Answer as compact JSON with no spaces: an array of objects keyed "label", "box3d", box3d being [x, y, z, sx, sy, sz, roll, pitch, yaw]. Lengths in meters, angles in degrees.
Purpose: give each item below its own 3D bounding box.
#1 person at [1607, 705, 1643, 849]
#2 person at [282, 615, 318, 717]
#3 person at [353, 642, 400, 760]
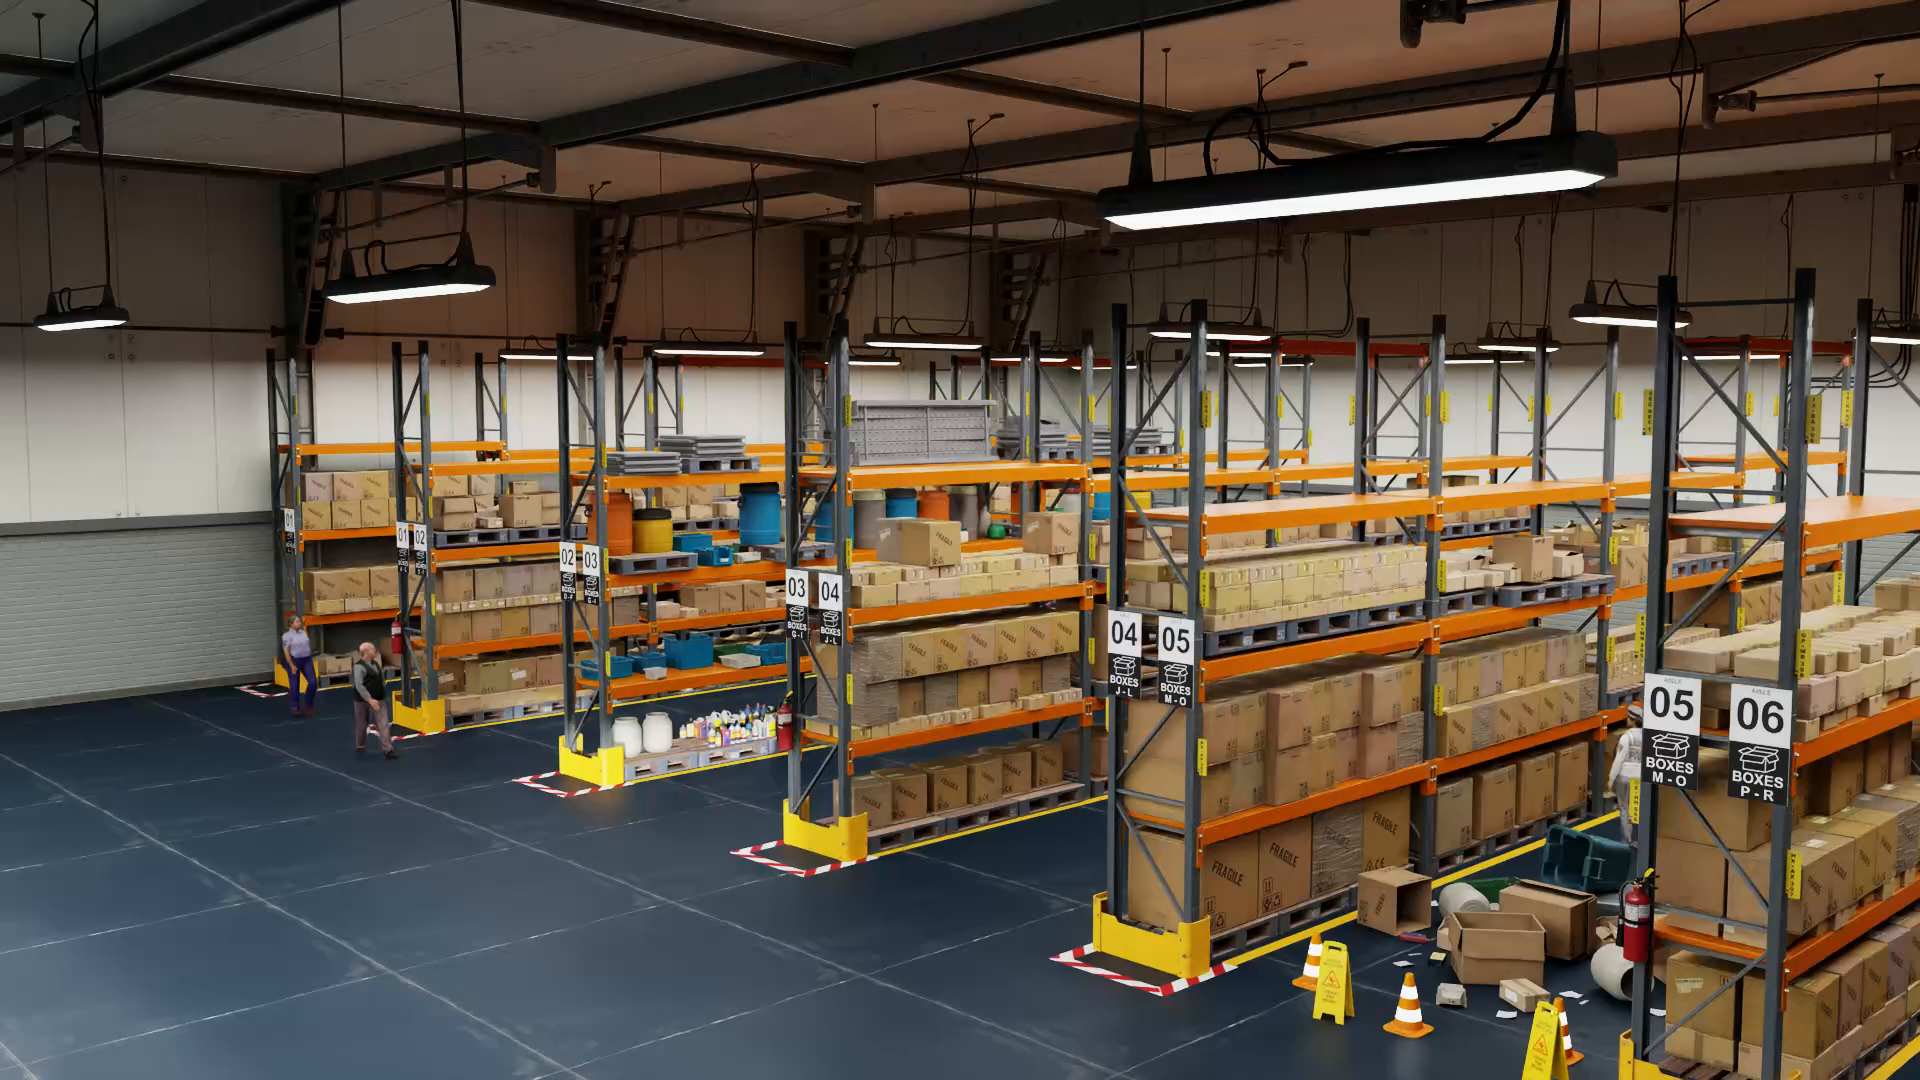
[{"label":"person","box3d":[7.611,2.701,18.848,0.558,1.689,0.461,0,5,-1]},{"label":"person","box3d":[-10.636,2.036,26.755,0.495,1.673,0.502,-3,6,-34]},{"label":"person","box3d":[-8.330,2.273,23.533,0.481,1.649,1.077,-3,6,-34]}]
